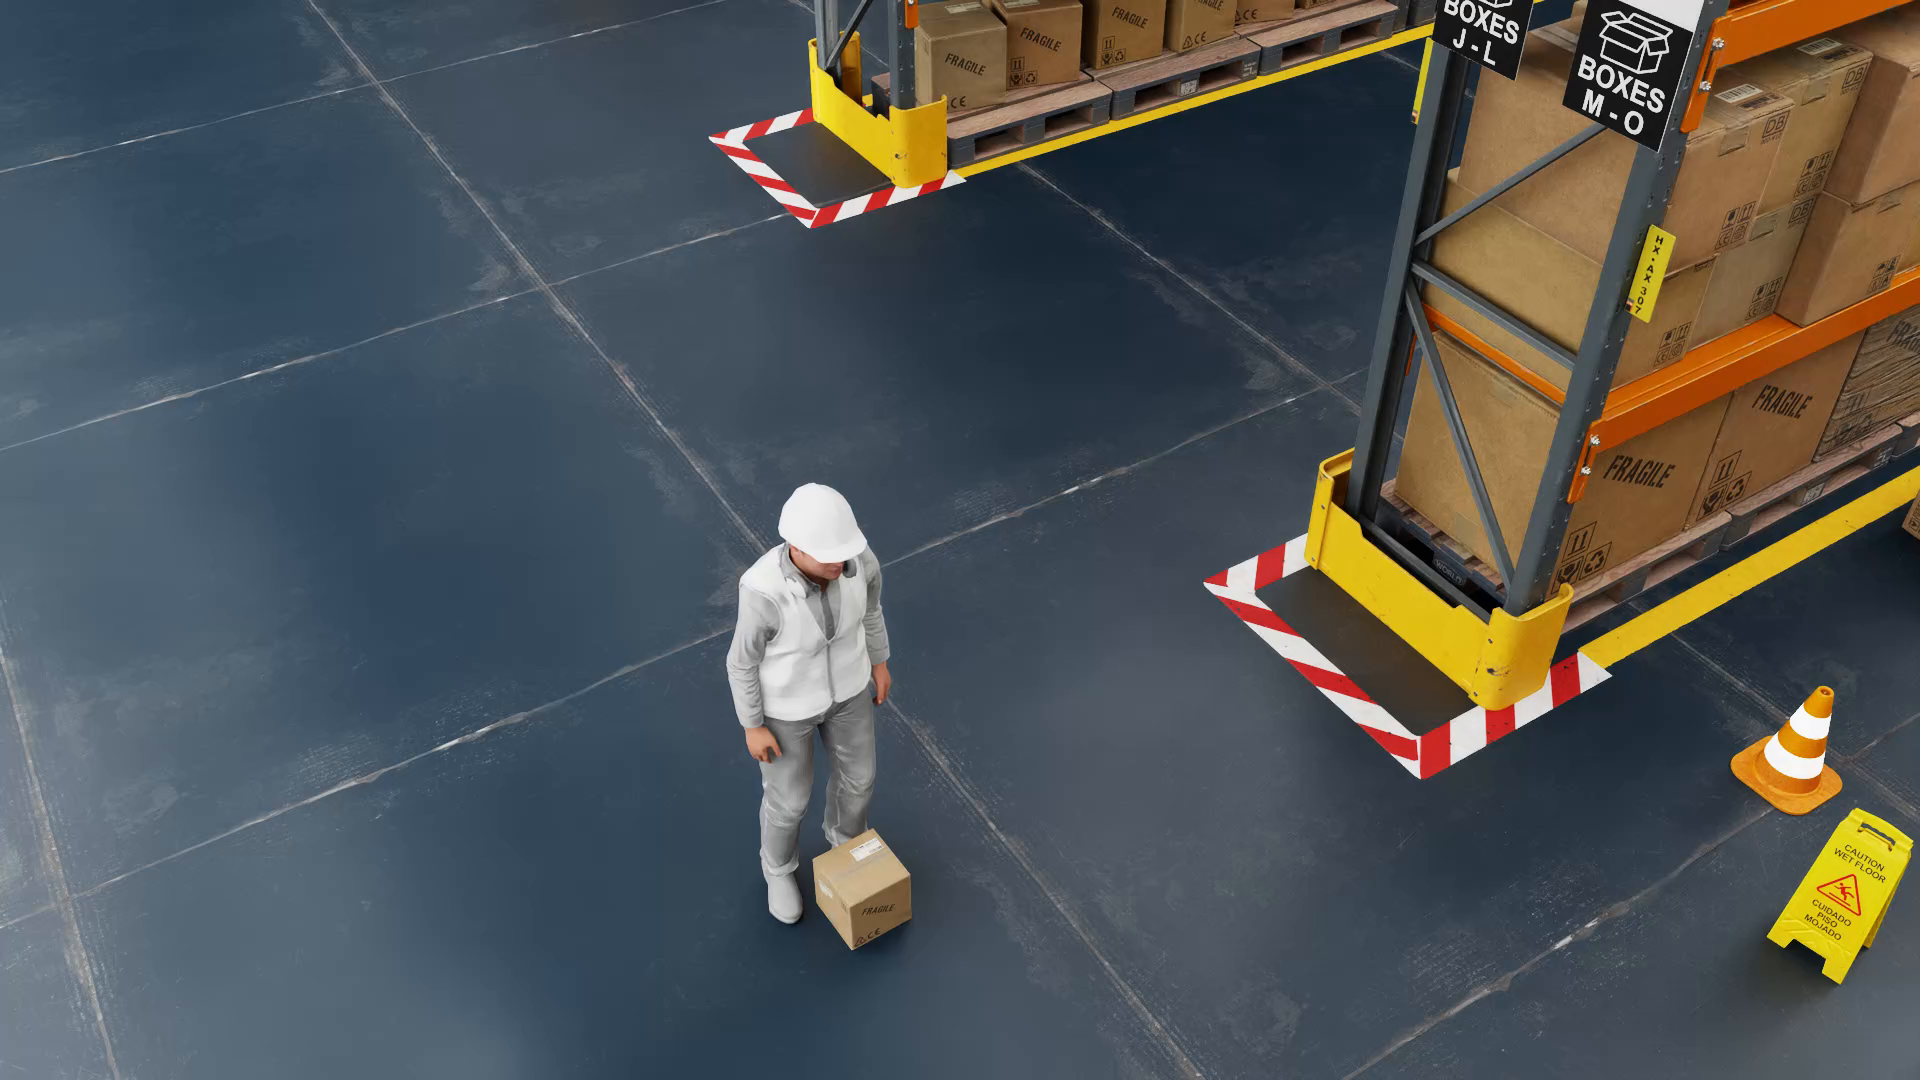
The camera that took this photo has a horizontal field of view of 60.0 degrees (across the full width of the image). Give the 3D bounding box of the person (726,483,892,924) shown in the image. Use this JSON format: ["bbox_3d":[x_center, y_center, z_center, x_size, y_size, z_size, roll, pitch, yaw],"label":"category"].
[{"bbox_3d":[-0.480,0.512,5.538,0.593,1.770,0.474,-25,47,-27],"label":"person"}]
